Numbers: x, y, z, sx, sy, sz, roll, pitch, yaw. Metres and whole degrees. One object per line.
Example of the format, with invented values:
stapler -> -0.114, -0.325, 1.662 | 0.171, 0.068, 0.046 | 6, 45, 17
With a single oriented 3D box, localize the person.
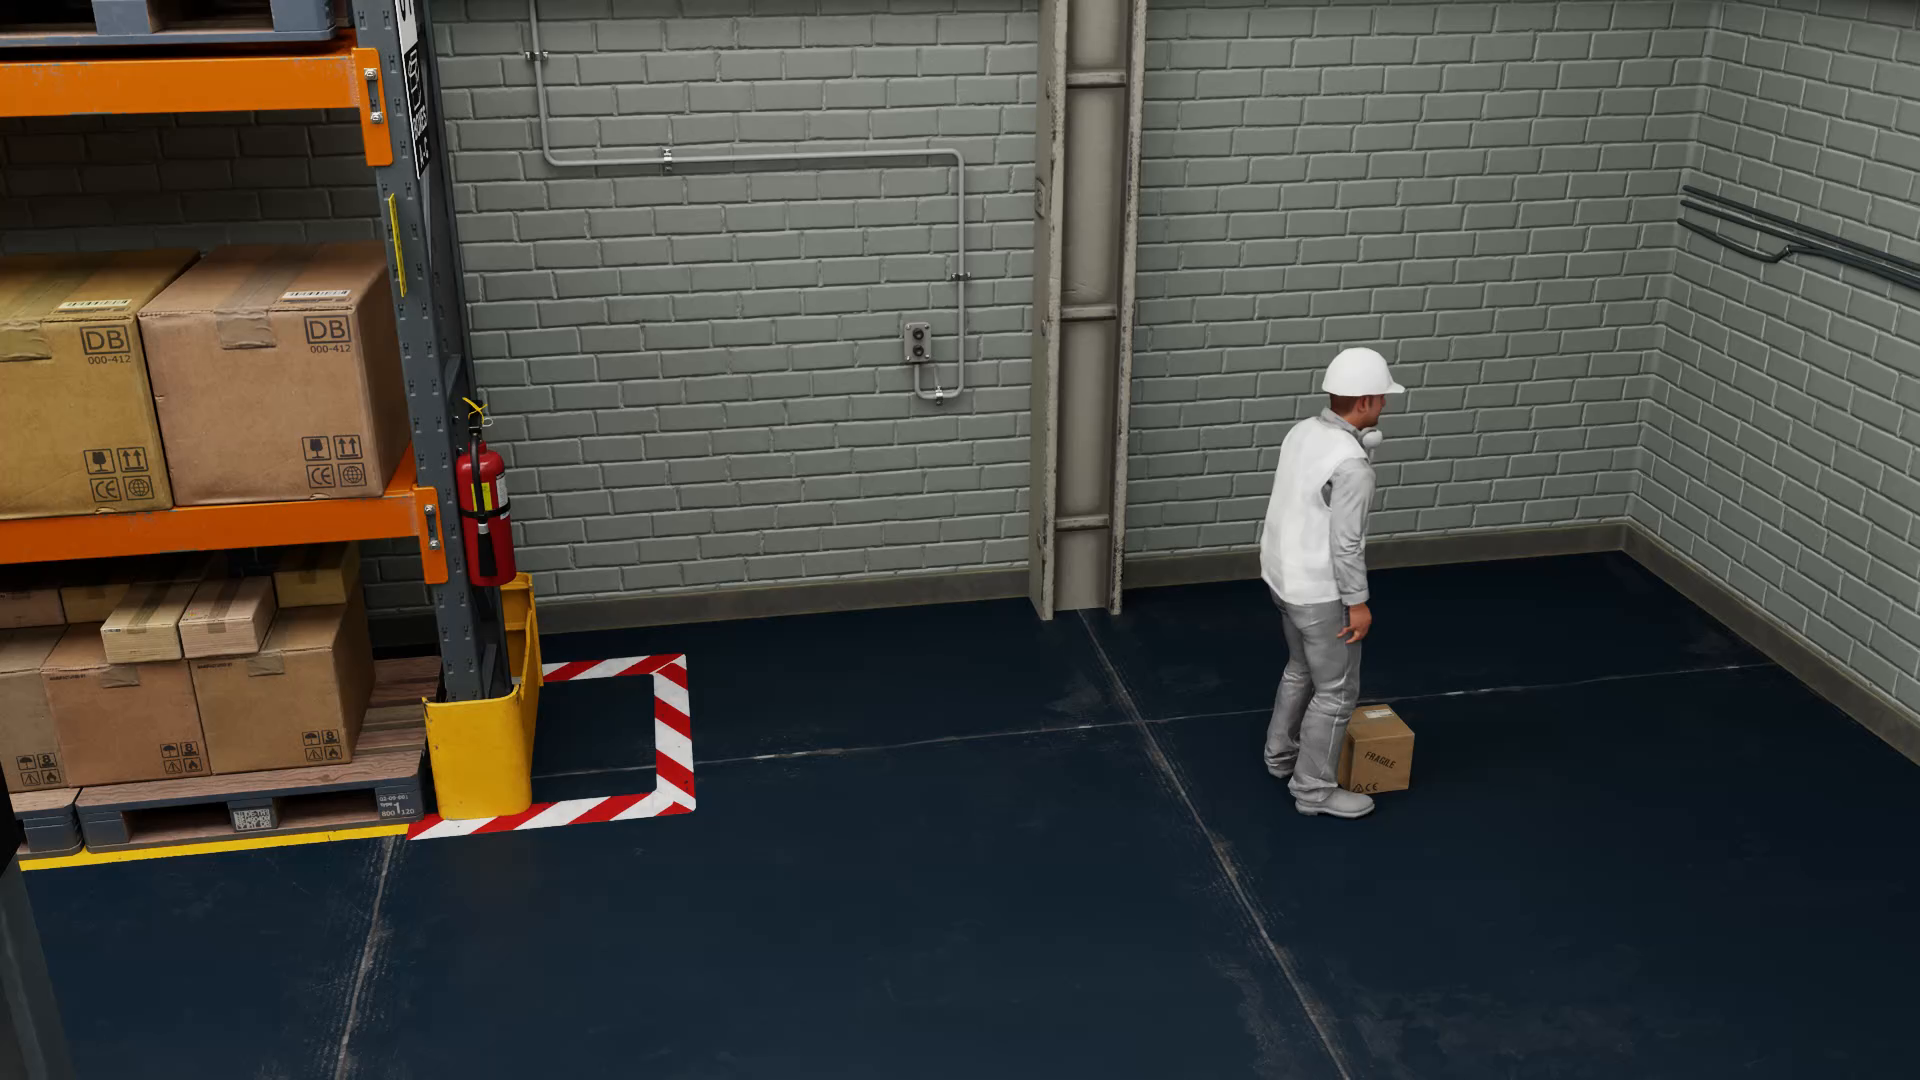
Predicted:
person -> 1.364, 0.150, 6.214 | 0.464, 1.771, 0.581 | -4, 24, -10
